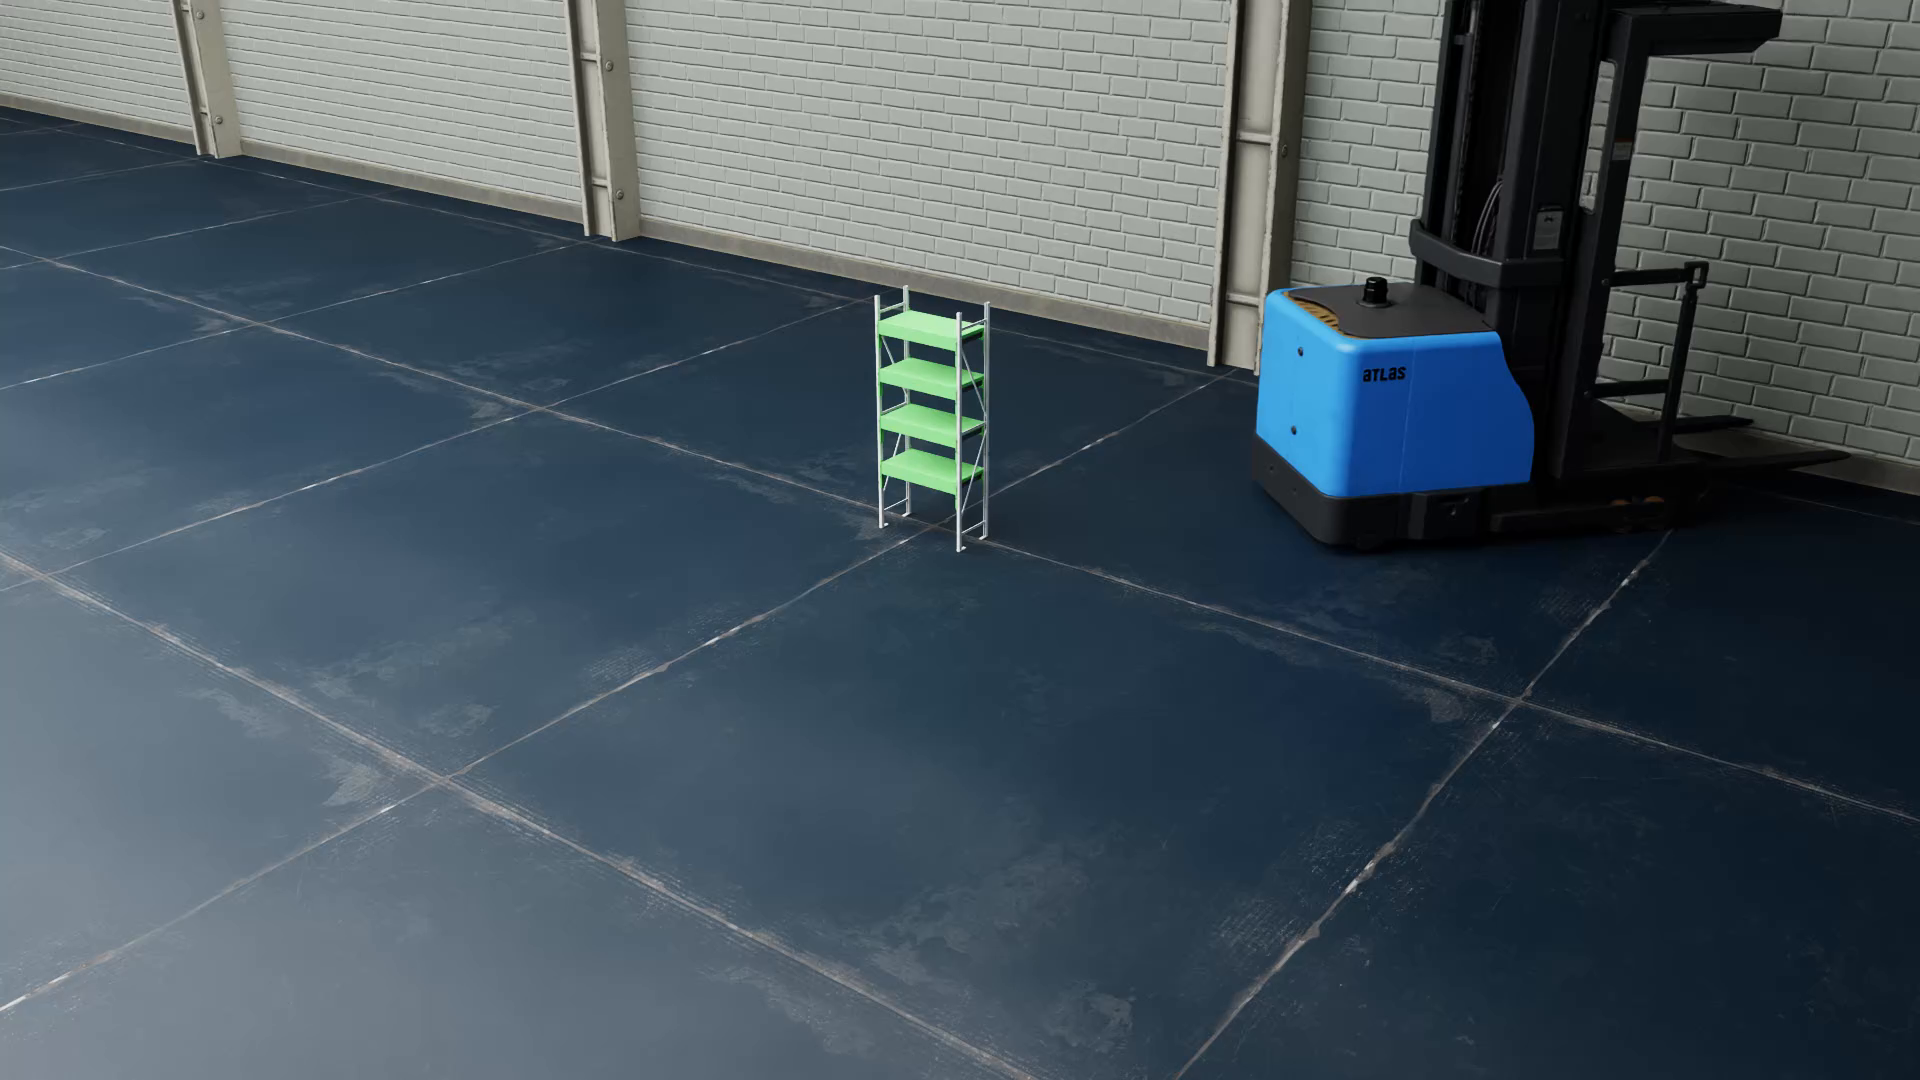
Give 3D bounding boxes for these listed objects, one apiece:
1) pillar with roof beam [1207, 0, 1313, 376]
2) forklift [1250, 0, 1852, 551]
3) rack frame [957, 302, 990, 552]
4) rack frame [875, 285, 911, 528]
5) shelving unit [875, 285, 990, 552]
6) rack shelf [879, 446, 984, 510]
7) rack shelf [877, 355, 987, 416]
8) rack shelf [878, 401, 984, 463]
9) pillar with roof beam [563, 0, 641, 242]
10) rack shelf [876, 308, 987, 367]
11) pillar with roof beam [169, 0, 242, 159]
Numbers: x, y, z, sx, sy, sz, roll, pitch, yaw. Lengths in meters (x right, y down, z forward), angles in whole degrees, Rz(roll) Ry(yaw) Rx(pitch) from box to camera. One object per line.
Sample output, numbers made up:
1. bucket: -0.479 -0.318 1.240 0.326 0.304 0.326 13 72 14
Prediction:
1. pillar with roof beam: -0.724 -3.871 5.875 0.400 9.000 9.100 17 29 33
2. forklift: 3.117 -1.580 8.200 3.031 2.935 1.130 -5 24 -11
3. rack frame: 0.063 -0.530 7.965 0.015 1.200 0.240 17 29 33
4. rack frame: -0.328 -0.648 8.233 0.015 1.200 0.240 17 29 33
5. shelving unit: -0.132 -0.589 8.099 0.503 1.200 0.258 17 29 33
6. rack shelf: -0.132 -0.311 8.221 0.480 0.148 0.258 17 29 33
7. rack shelf: -0.132 -0.750 8.028 0.480 0.148 0.258 17 29 33
8. rack shelf: -0.132 -0.531 8.125 0.480 0.148 0.258 17 29 33
9. pillar with roof beam: -5.525 -5.322 9.168 0.400 9.000 9.100 17 29 33
10. rack shelf: -0.132 -0.970 7.931 0.480 0.148 0.258 17 29 33
11. pillar with roof beam: -10.326 -6.773 12.461 0.400 9.000 9.100 17 29 33
